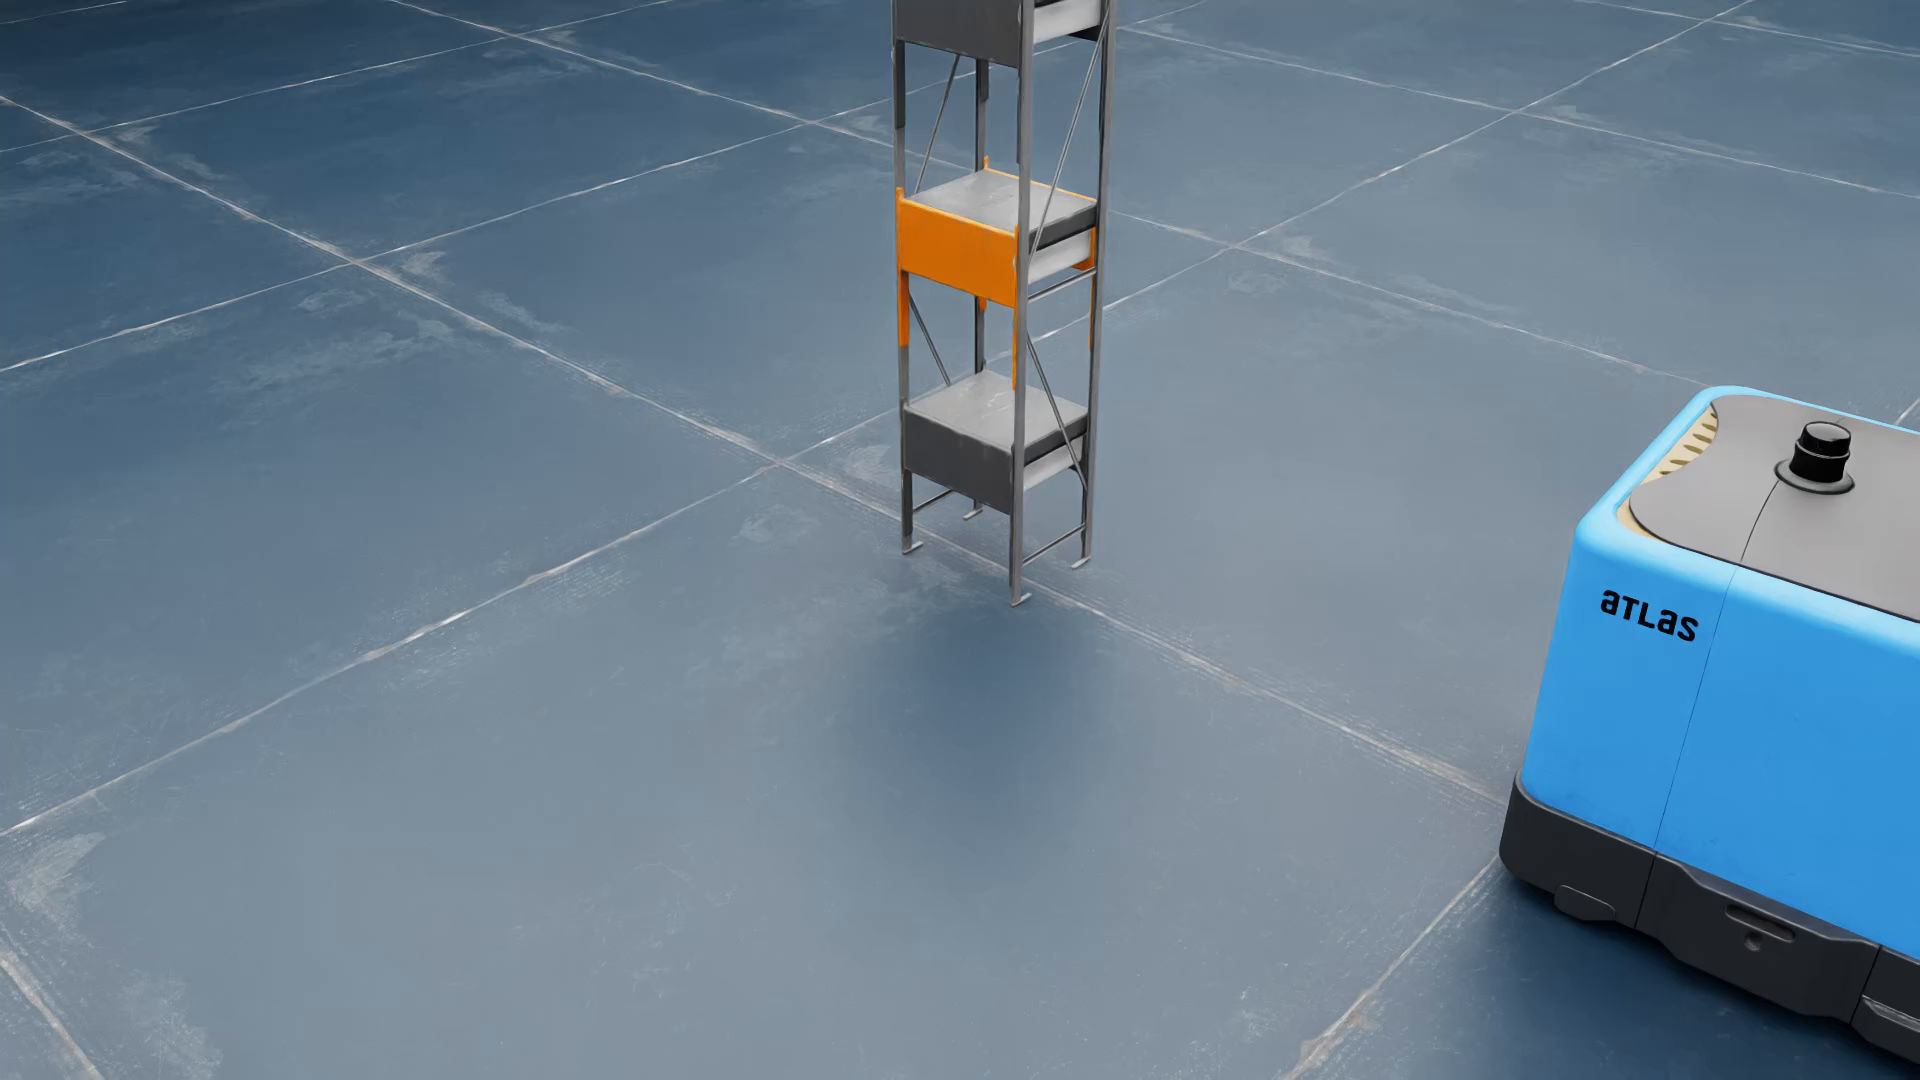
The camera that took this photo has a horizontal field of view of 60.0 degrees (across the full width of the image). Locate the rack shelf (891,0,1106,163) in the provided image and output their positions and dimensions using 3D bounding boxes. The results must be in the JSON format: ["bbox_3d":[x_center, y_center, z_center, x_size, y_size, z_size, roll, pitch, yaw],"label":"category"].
[{"bbox_3d":[0.123,-1.430,4.759,0.480,0.518,0.431,25,39,35],"label":"rack shelf"}]

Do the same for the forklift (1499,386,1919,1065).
[{"bbox_3d":[2.854,-0.099,3.072,3.031,2.935,1.130,22,37,32],"label":"forklift"}]

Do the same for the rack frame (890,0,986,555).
[{"bbox_3d":[-0.058,-0.927,5.254,0.015,2.100,0.400,25,39,35],"label":"rack frame"}]

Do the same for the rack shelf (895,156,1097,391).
[{"bbox_3d":[0.123,-0.831,5.120,0.480,0.518,0.431,25,39,35],"label":"rack shelf"}]

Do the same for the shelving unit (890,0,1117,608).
[{"bbox_3d":[0.123,-0.842,5.113,0.503,2.100,0.431,25,39,35],"label":"shelving unit"}]

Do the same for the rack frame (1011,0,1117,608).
[{"bbox_3d":[0.304,-0.758,4.973,0.015,2.100,0.400,25,39,35],"label":"rack frame"}]

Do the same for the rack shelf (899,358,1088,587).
[{"bbox_3d":[0.123,-0.231,5.481,0.480,0.518,0.431,25,39,35],"label":"rack shelf"}]
